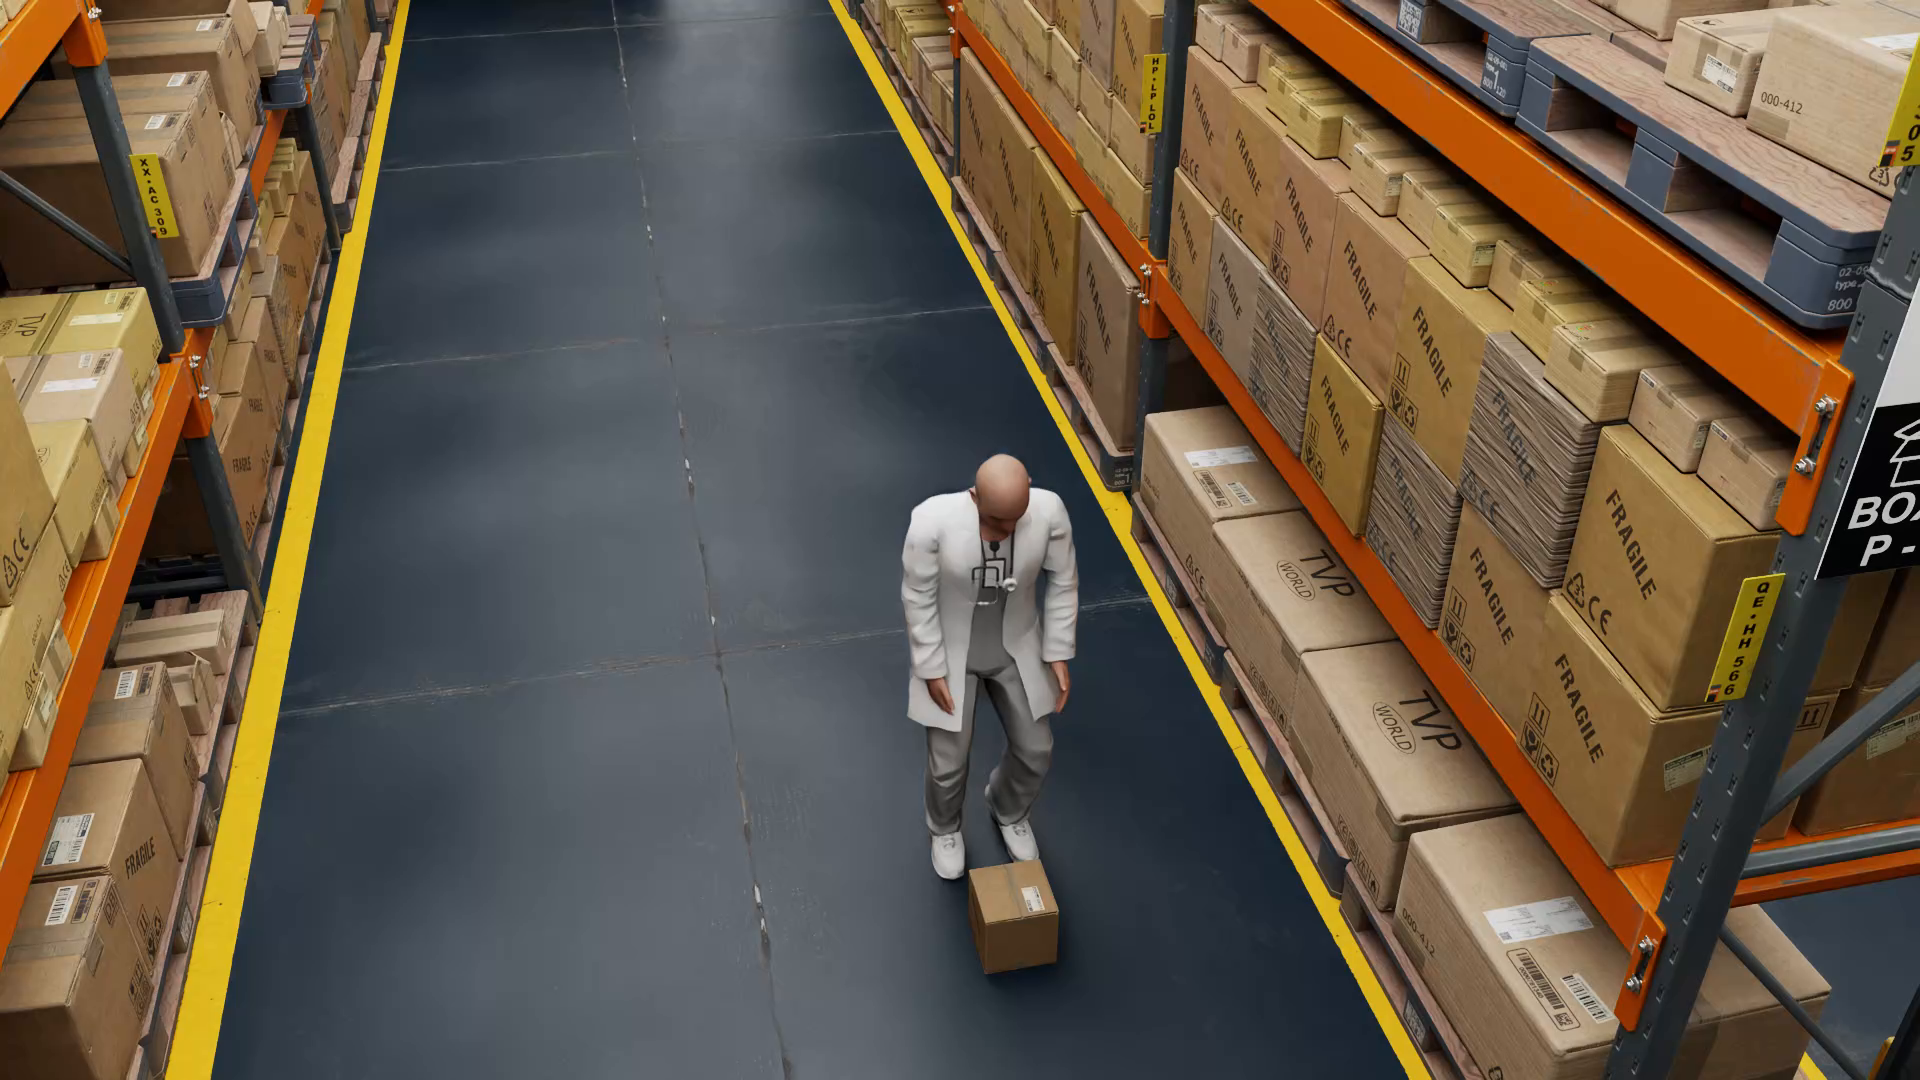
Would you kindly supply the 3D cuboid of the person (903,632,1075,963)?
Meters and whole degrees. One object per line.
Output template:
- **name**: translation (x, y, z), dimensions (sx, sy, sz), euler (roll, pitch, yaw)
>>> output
- **person**: translation (0.110, 0.839, 5.751), dimensions (0.585, 0.874, 0.954), euler (-8, 35, -12)
